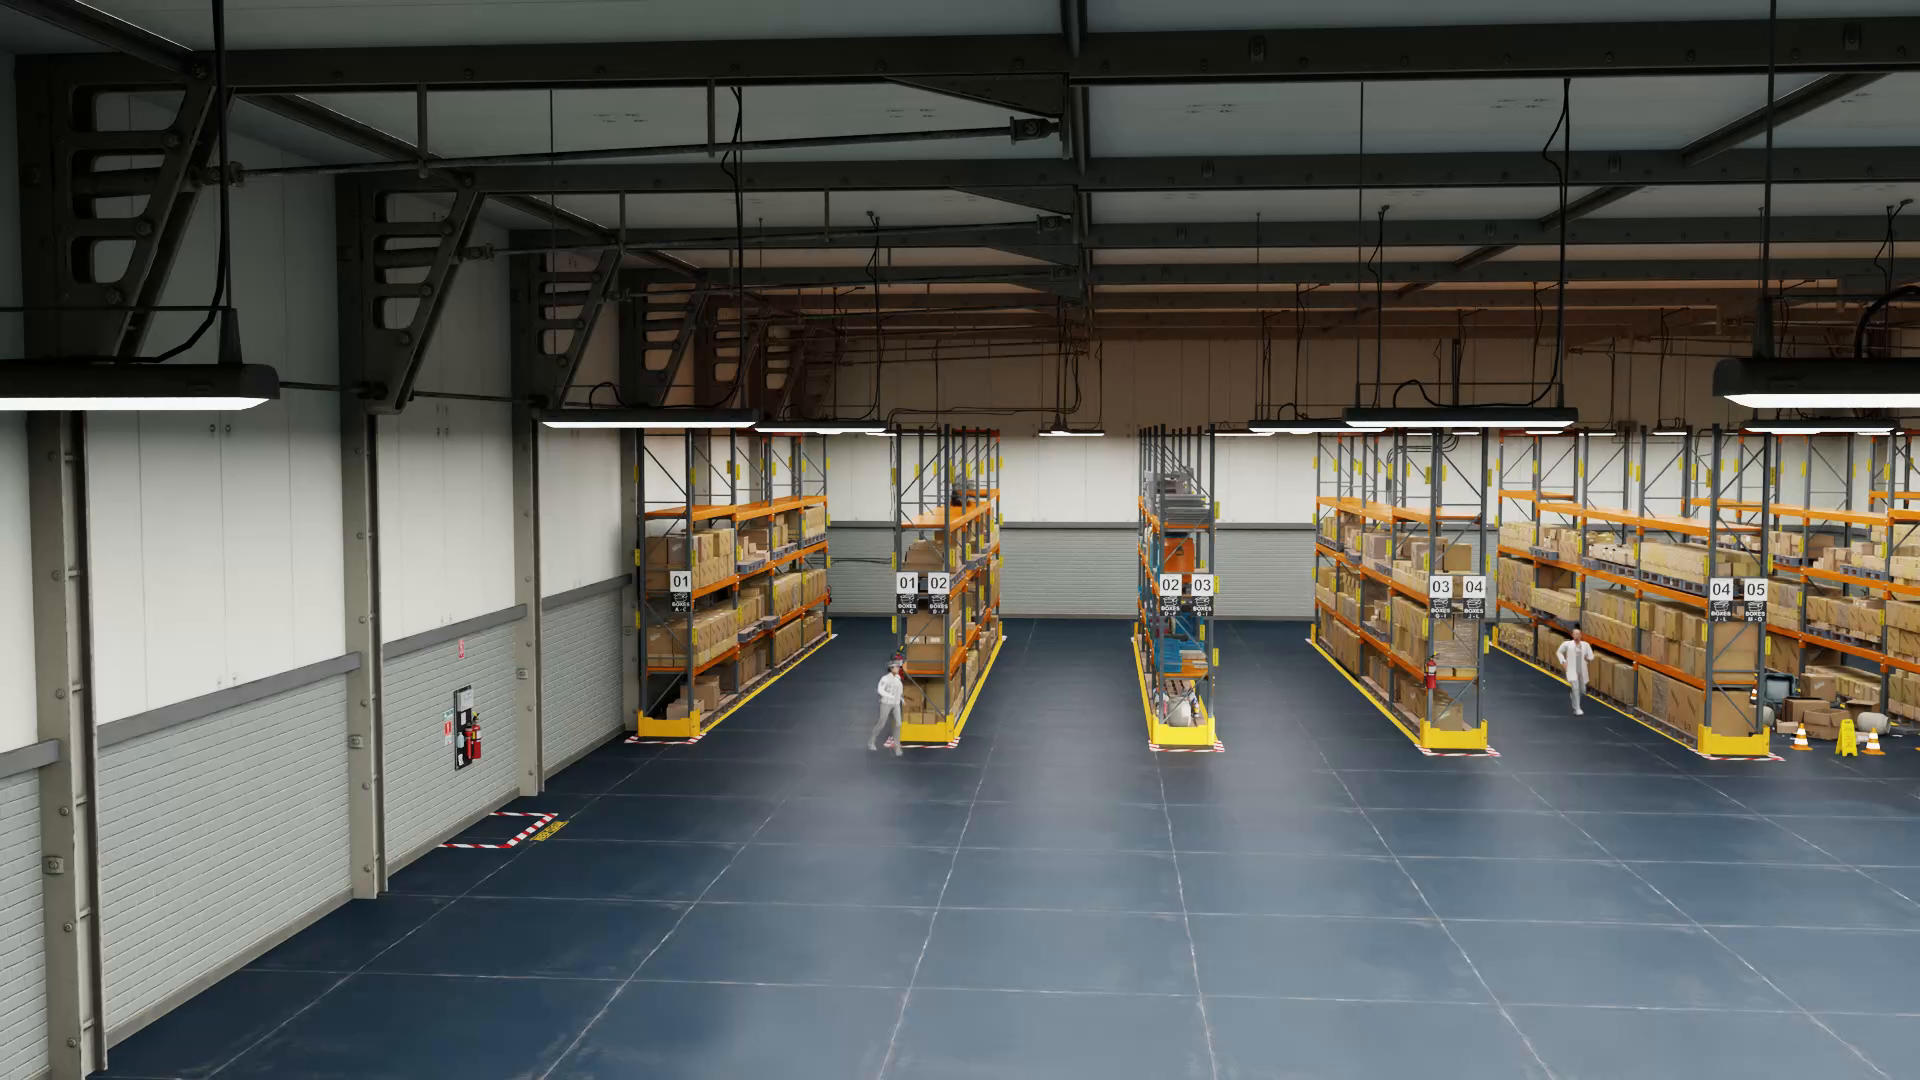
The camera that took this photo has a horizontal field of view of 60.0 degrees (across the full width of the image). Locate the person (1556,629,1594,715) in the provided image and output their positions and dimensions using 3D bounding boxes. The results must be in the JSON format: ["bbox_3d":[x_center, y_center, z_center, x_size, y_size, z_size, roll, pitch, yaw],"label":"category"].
[{"bbox_3d":[12.835,2.730,34.652,0.719,1.752,0.979,0,3,3],"label":"person"}]

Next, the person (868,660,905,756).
[{"bbox_3d":[-1.227,3.025,30.279,0.669,1.694,0.833,-3,5,-41],"label":"person"}]
